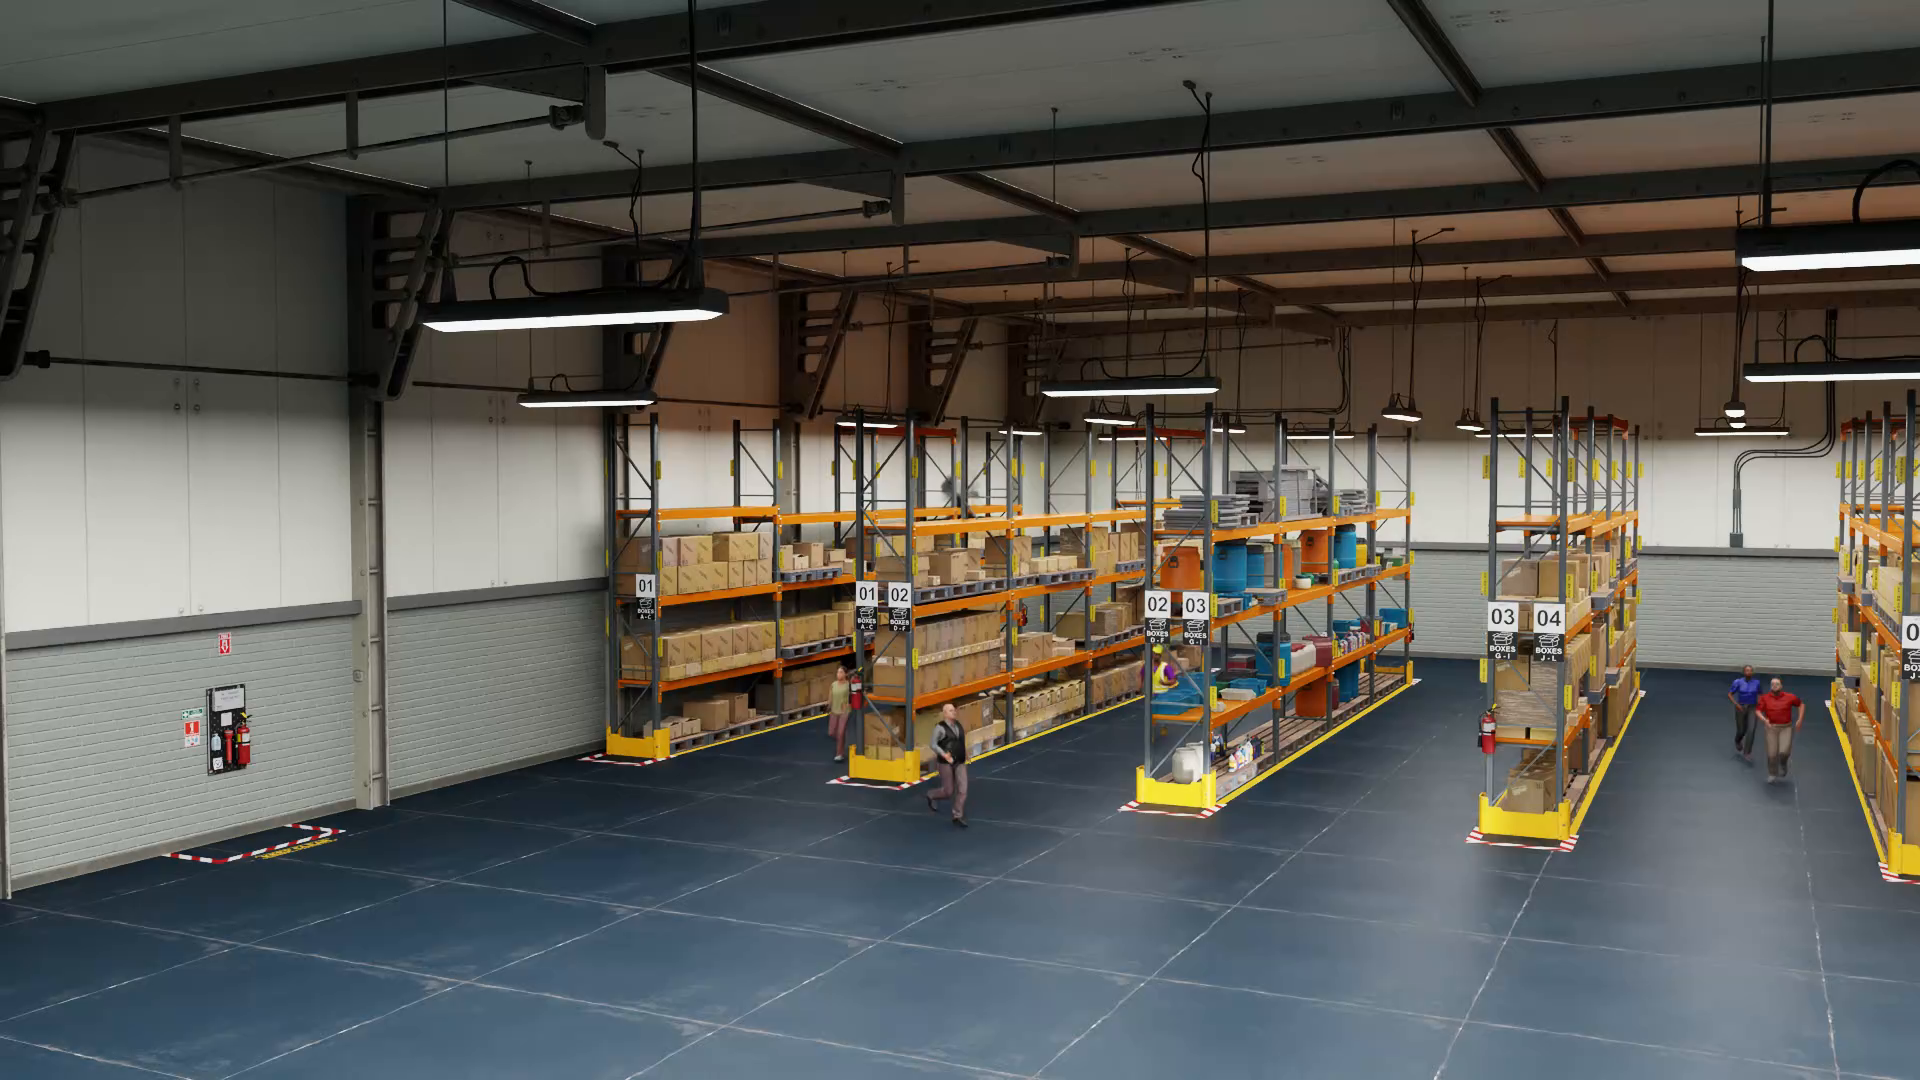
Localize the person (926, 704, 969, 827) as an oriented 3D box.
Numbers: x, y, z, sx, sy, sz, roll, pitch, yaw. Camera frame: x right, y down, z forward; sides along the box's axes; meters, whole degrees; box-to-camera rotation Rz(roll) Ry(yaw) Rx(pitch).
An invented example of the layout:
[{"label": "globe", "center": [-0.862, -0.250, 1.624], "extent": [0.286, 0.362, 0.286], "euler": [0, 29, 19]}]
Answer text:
[{"label": "person", "center": [-0.146, 3.176, 23.602], "extent": [0.672, 1.707, 0.809], "euler": [-2, 3, -37]}]

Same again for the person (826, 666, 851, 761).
[{"label": "person", "center": [-2.045, 2.992, 28.721], "extent": [0.580, 1.602, 0.558], "euler": [1, 3, 20]}]

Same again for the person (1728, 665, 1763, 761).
[{"label": "person", "center": [13.685, 2.982, 28.944], "extent": [0.584, 1.636, 0.705], "euler": [1, 2, 14]}]

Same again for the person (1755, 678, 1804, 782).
[{"label": "person", "center": [13.061, 3.046, 26.530], "extent": [0.689, 1.688, 0.718], "euler": [1, 3, 31]}]

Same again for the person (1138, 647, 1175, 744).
[{"label": "person", "center": [3.598, 2.837, 30.524], "extent": [0.712, 1.747, 0.932], "euler": [1, 3, 17]}]
